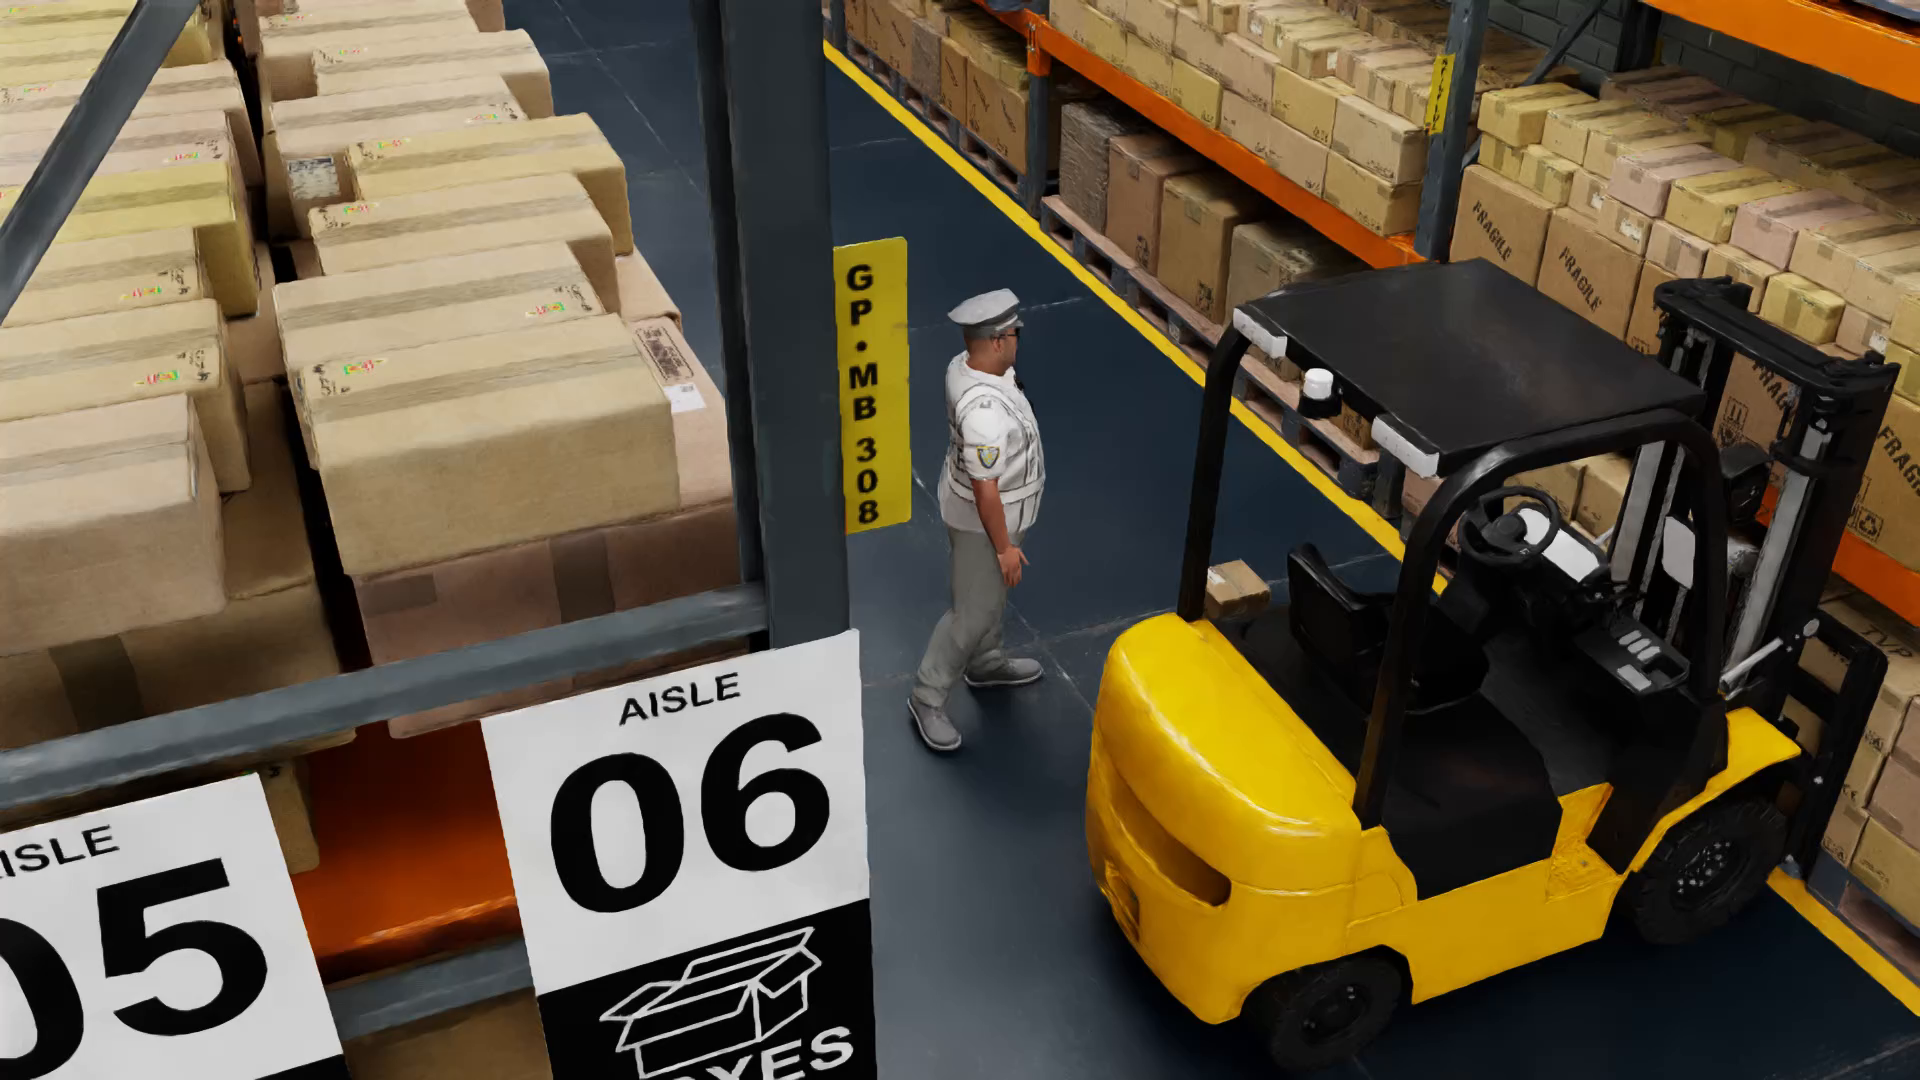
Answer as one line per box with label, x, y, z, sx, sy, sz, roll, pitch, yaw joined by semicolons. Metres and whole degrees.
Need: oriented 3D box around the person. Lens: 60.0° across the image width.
person;0.065;-0.106;6.284;0.564;1.750;0.759;-2;33;-2
